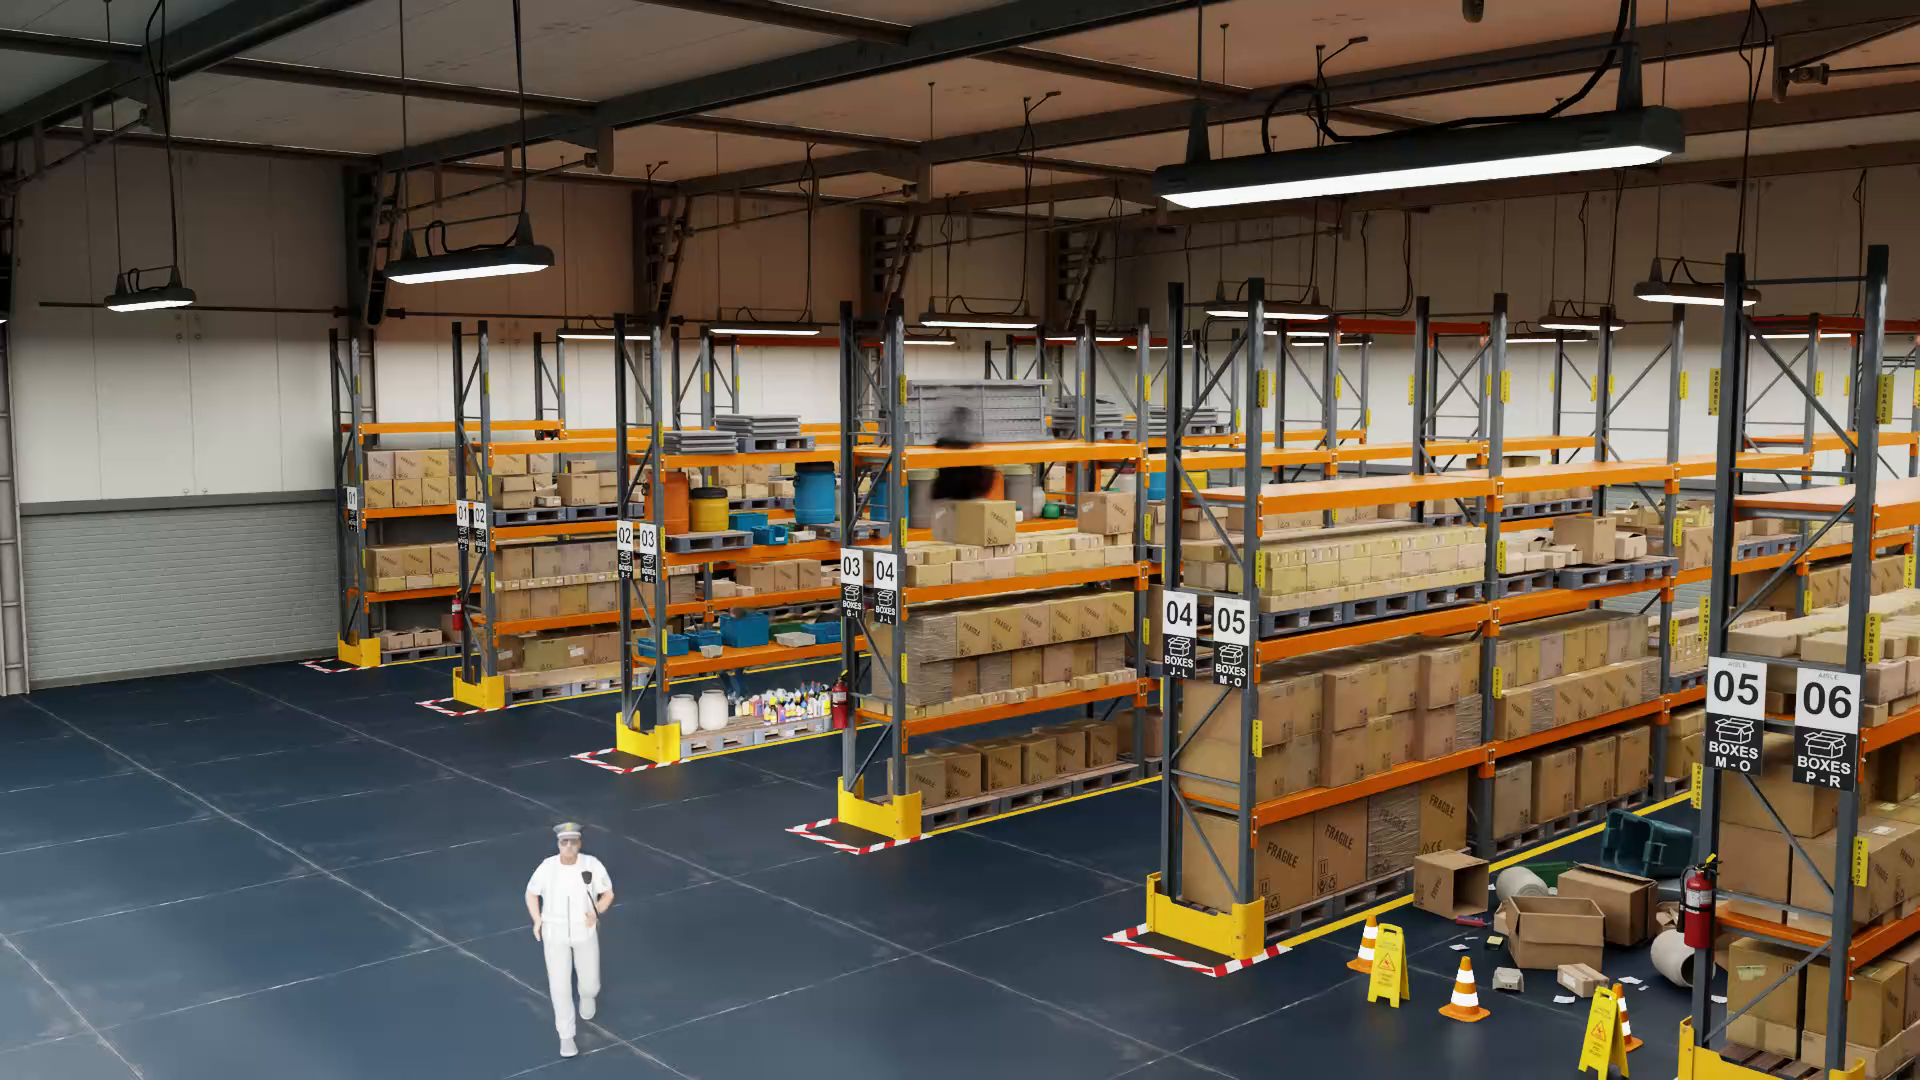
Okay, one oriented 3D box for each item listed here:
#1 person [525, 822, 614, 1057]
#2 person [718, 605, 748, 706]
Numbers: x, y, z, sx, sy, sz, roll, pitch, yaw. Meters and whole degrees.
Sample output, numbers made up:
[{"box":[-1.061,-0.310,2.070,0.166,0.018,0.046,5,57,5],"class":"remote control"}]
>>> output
[{"box":[-3.019,3.026,12.875,0.671,1.740,0.780,-1,6,-13],"class":"person"},{"box":[-3.538,1.804,25.950,0.519,1.585,0.625,3,7,30],"class":"person"}]
